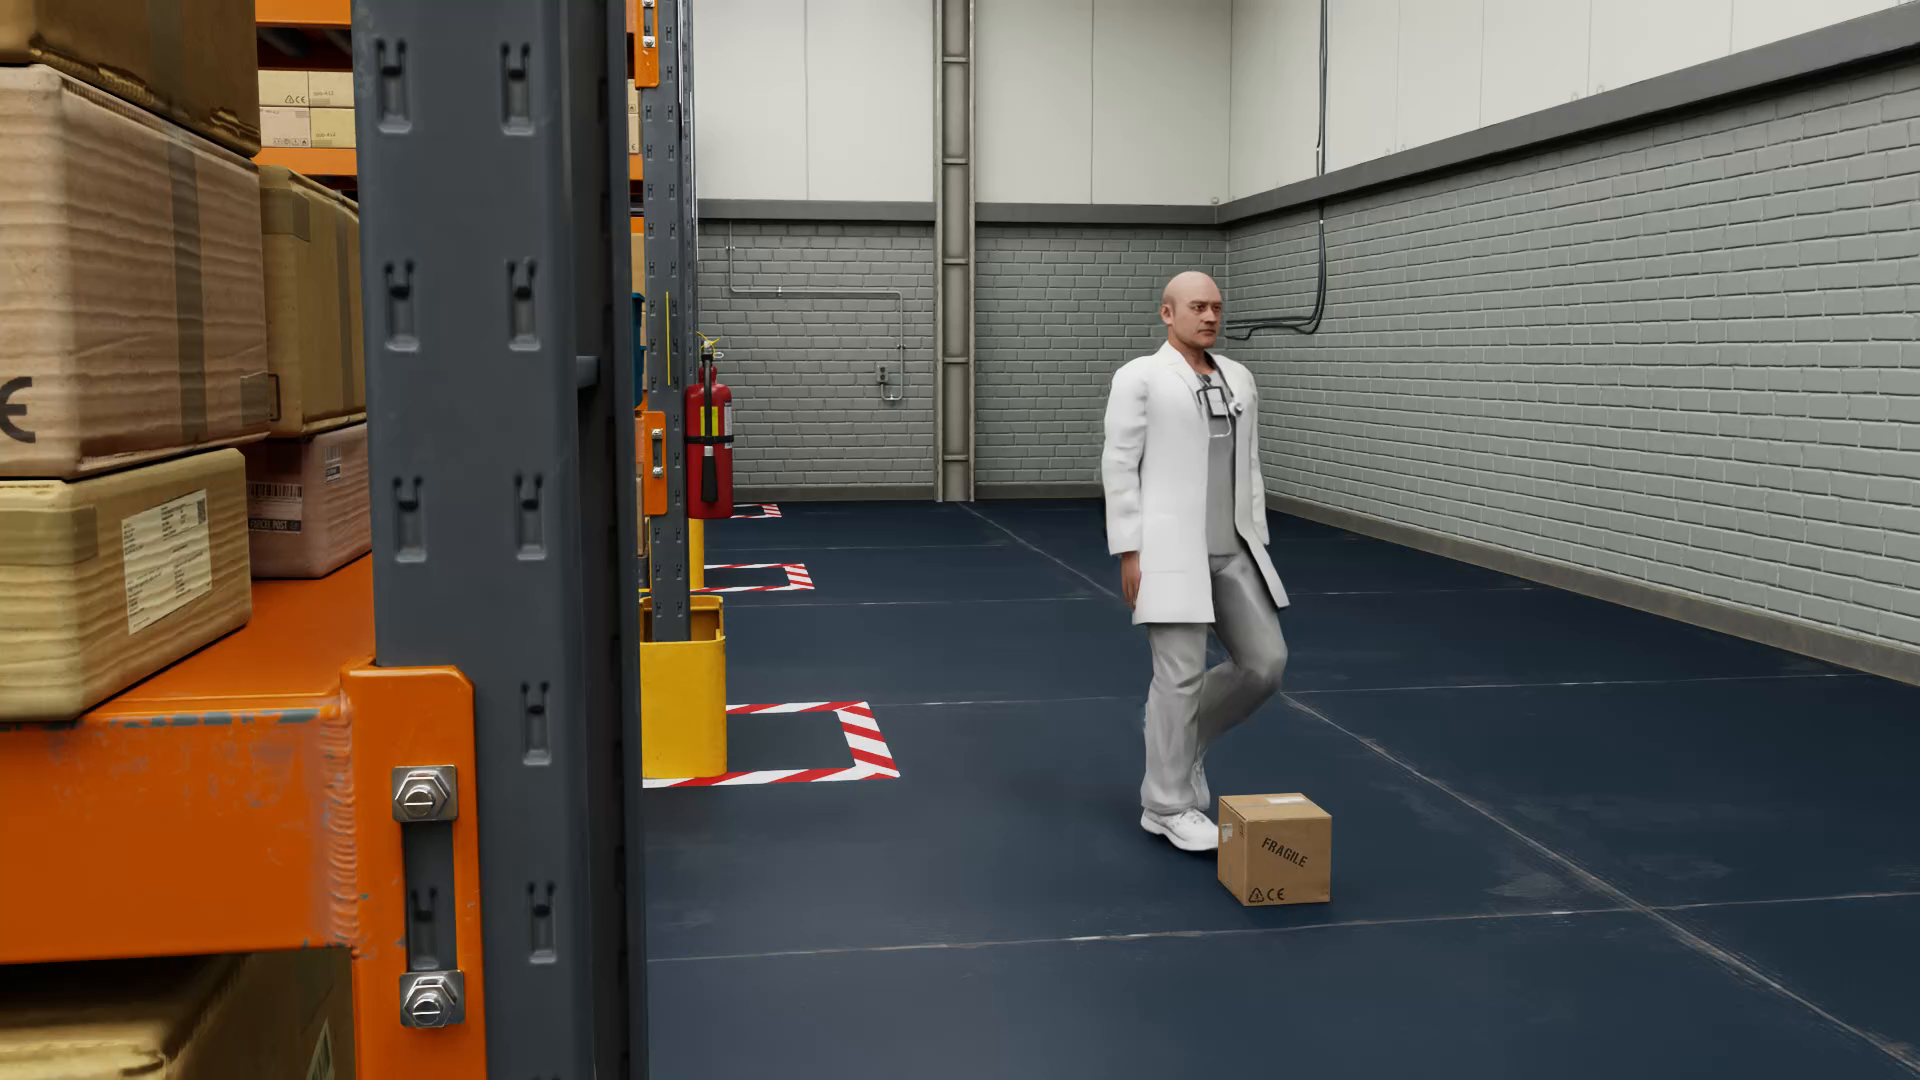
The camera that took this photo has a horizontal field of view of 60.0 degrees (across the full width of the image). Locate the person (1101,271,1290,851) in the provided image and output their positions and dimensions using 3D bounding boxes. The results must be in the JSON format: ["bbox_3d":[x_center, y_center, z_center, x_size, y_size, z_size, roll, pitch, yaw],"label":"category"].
[{"bbox_3d":[0.748,0.047,5.236,0.606,1.775,0.578,-3,7,-28],"label":"person"}]
